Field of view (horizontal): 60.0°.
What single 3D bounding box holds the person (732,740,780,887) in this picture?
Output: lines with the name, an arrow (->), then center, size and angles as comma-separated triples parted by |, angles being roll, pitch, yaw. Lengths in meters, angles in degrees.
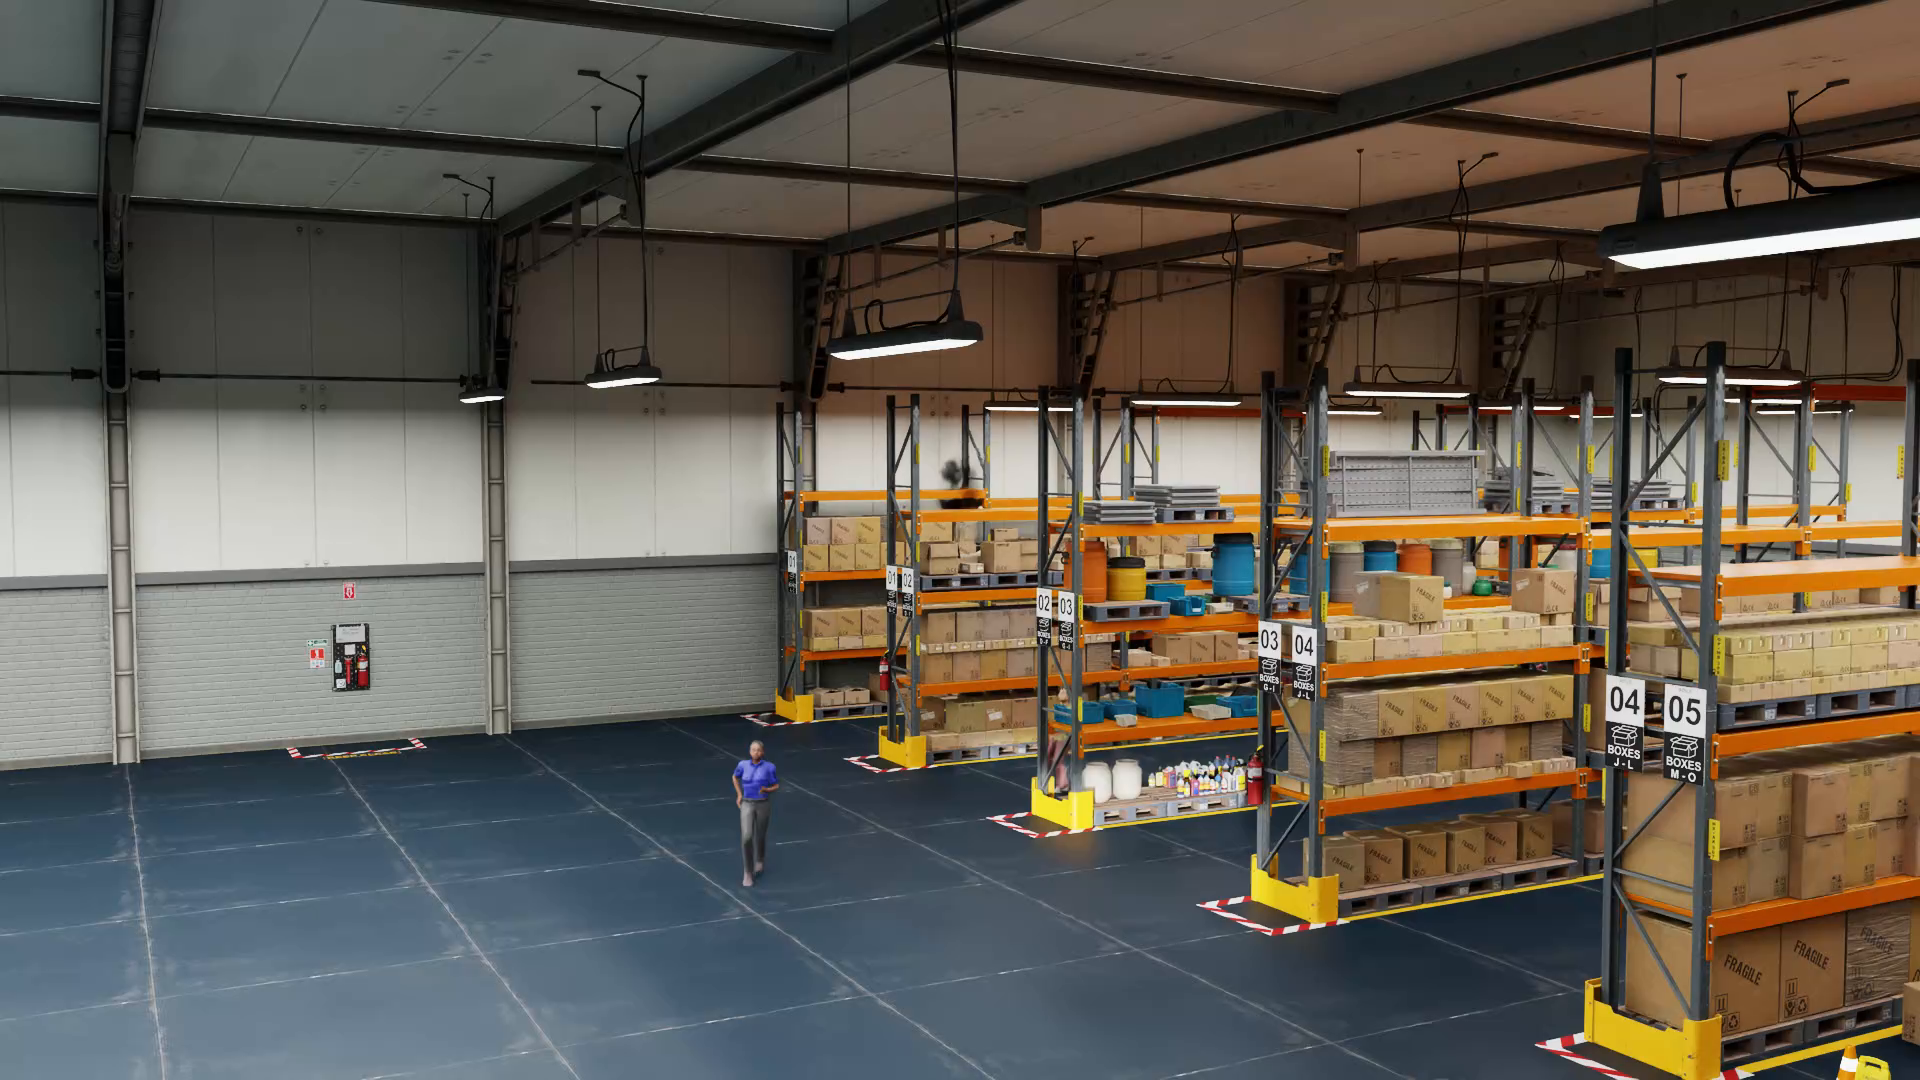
person -> -2.423, 3.228, 19.759 | 0.554, 1.718, 0.766 | 0, 3, -7

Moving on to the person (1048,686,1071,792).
person -> 1.467, 2.961, 24.618 | 0.543, 1.609, 0.571 | -2, 4, -36
